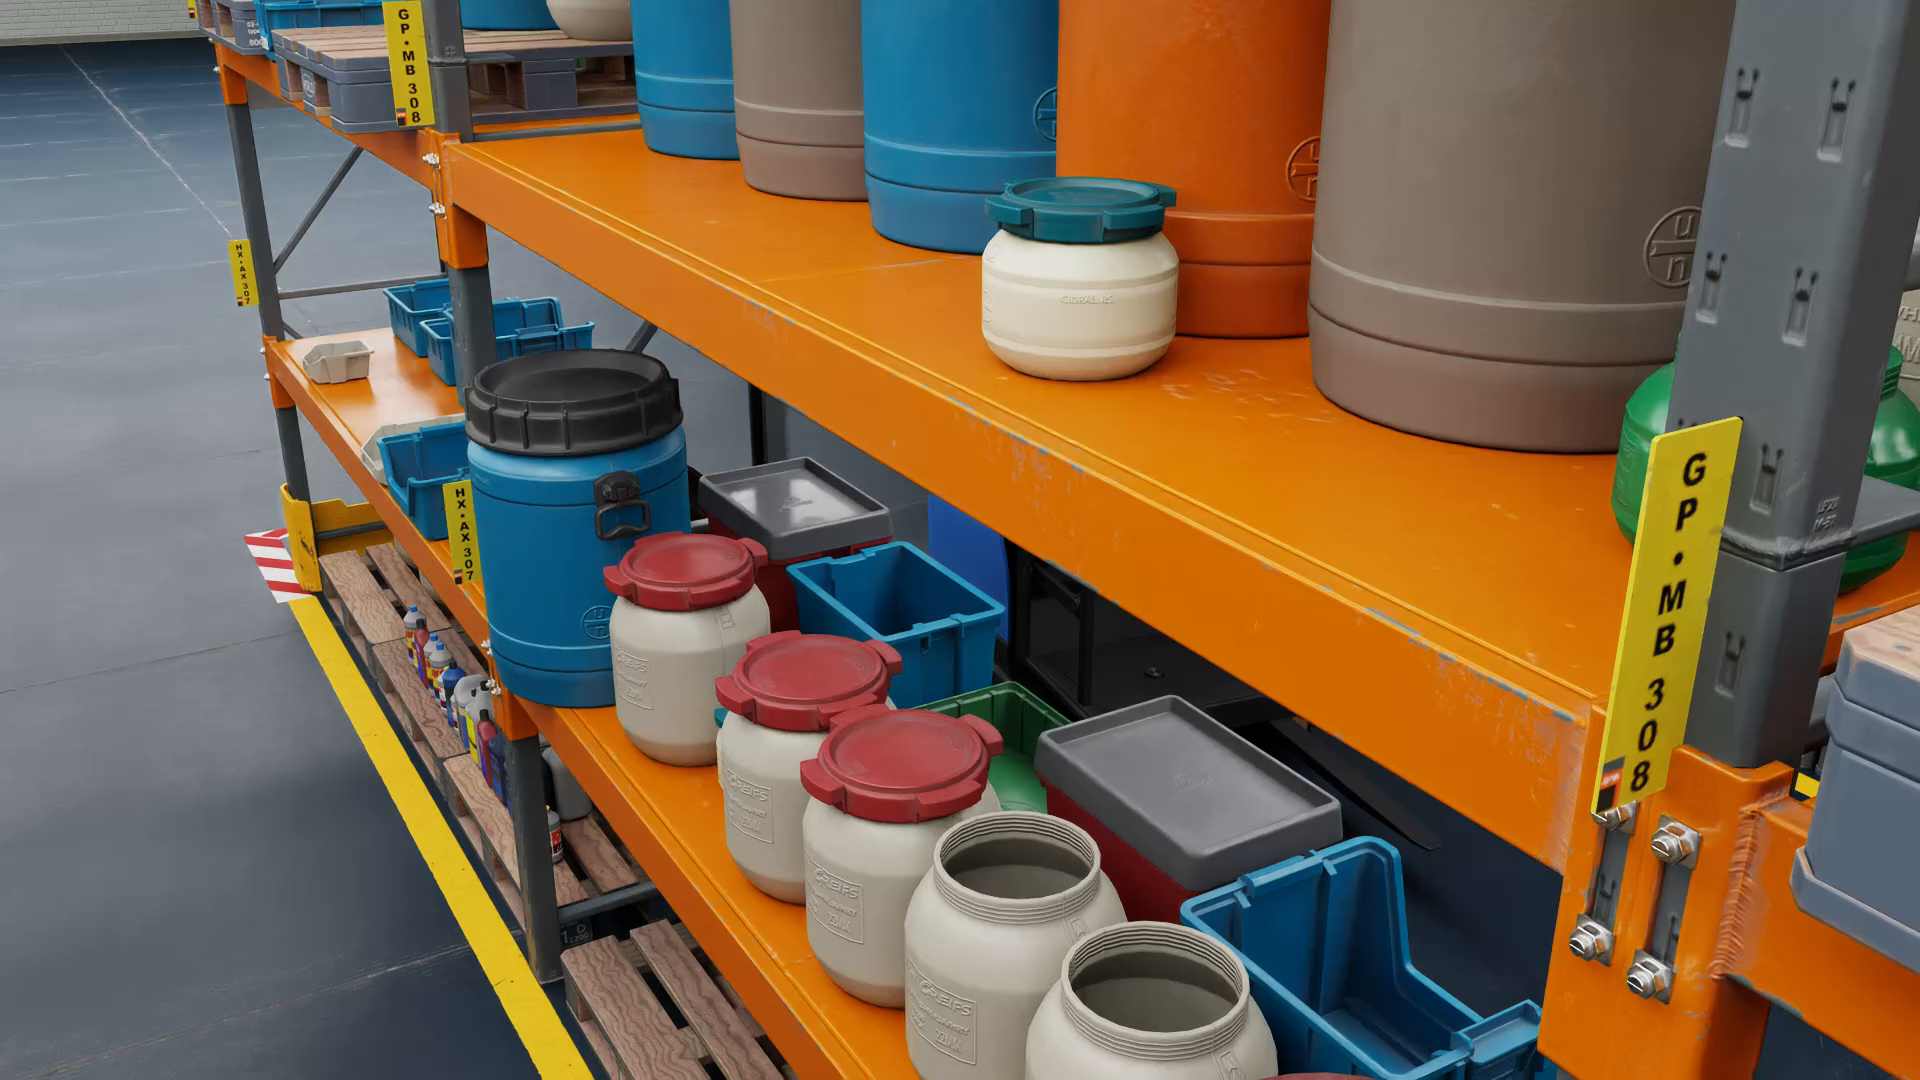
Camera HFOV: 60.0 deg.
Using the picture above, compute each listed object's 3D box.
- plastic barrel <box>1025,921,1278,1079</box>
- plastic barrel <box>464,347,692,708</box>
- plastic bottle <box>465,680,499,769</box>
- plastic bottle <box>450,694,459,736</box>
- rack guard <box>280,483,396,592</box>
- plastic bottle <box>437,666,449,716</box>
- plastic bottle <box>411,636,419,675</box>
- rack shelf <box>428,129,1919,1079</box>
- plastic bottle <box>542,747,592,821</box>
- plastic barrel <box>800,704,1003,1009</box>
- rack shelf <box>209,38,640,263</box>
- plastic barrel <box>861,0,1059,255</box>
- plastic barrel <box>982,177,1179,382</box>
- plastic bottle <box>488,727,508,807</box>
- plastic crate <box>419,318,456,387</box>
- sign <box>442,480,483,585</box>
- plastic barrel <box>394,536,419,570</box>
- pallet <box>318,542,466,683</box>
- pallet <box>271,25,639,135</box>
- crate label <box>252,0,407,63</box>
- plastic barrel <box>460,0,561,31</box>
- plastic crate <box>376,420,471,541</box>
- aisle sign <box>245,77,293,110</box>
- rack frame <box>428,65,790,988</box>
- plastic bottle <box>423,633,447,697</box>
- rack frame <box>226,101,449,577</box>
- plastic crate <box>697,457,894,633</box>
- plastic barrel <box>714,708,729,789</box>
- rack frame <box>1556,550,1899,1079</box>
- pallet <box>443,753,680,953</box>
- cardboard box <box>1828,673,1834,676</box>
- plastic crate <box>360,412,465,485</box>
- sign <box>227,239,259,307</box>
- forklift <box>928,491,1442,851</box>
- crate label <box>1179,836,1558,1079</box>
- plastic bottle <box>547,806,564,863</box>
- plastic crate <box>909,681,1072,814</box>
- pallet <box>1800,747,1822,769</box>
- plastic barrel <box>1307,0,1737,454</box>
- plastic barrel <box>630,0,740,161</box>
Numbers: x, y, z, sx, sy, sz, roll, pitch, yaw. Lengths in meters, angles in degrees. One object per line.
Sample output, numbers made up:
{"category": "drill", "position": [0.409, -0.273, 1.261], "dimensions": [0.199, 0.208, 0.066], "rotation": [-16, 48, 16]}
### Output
{"category": "plastic barrel", "position": [0.321, 0.954, 2.832], "dimensions": [0.421, 0.512, 0.421], "rotation": [0, 22, 0]}
{"category": "plastic barrel", "position": [-1.076, -0.046, 4.775], "dimensions": [0.600, 0.901, 0.708], "rotation": [-13, 25, -28]}
{"category": "plastic bottle", "position": [-1.853, 0.707, 6.523], "dimensions": [0.144, 0.351, 0.185], "rotation": [-13, 25, -29]}
{"category": "plastic bottle", "position": [-2.017, 0.690, 6.763], "dimensions": [0.097, 0.201, 0.097], "rotation": [0, 22, 0]}
{"category": "rack guard", "position": [-2.977, -0.118, 8.938], "dimensions": [1.175, 0.500, 0.348], "rotation": [-13, 25, -28]}
{"category": "plastic bottle", "position": [-2.122, 0.623, 6.927], "dimensions": [0.097, 0.201, 0.097], "rotation": [0, 22, 0]}
{"category": "plastic bottle", "position": [-2.345, 0.481, 7.276], "dimensions": [0.097, 0.201, 0.097], "rotation": [0, 22, 0]}
{"category": "rack shelf", "position": [0.008, -0.406, 3.298], "dimensions": [1.077, 0.370, 4.000], "rotation": [-13, 25, -28]}
{"category": "plastic bottle", "position": [-1.466, 0.846, 6.181], "dimensions": [0.144, 0.351, 0.185], "rotation": [-13, 25, -28]}
{"category": "plastic barrel", "position": [-0.117, 0.670, 3.500], "dimensions": [0.433, 0.535, 0.433], "rotation": [0, 22, 0]}
{"category": "rack shelf", "position": [-2.035, -1.701, 6.484], "dimensions": [1.077, 0.370, 4.000], "rotation": [-13, 25, -28]}
{"category": "plastic barrel", "position": [0.101, -1.072, 3.317], "dimensions": [0.600, 0.901, 0.708], "rotation": [-13, 25, -28]}
{"category": "plastic barrel", "position": [0.180, -0.394, 2.498], "dimensions": [0.301, 0.262, 0.301], "rotation": [0, 22, 0]}
{"category": "plastic bottle", "position": [-1.688, 0.811, 6.265], "dimensions": [0.144, 0.351, 0.185], "rotation": [-14, 26, -31]}
{"category": "plastic crate", "position": [-2.217, -0.907, 7.757], "dimensions": [0.499, 0.251, 0.408], "rotation": [-13, 25, -28]}
{"category": "sign", "position": [-1.492, -0.023, 5.016], "dimensions": [0.100, 0.325, 0.005], "rotation": [-13, 25, -28]}
{"category": "plastic barrel", "position": [-2.655, -0.135, 8.407], "dimensions": [0.421, 0.512, 0.421], "rotation": [0, 22, 0]}
{"category": "pallet", "position": [-2.567, 0.280, 8.343], "dimensions": [1.003, 0.211, 1.213], "rotation": [-13, 25, -28]}
{"category": "pallet", "position": [-1.466, -1.514, 5.319], "dimensions": [1.213, 0.211, 1.003], "rotation": [-13, 25, -28]}
{"category": "crate label", "position": [-2.384, -1.943, 6.322], "dimensions": [0.502, 0.251, 0.408], "rotation": [-13, 25, -28]}
{"category": "plastic barrel", "position": [-1.430, -2.156, 5.425], "dimensions": [0.600, 0.901, 0.708], "rotation": [-13, 25, -28]}
{"category": "plastic crate", "position": [-1.812, -0.234, 6.101], "dimensions": [0.499, 0.251, 0.616], "rotation": [-13, 25, -28]}
{"category": "aisle sign", "position": [-3.345, -2.463, 7.935], "dimensions": [0.394, 0.787, 0.004], "rotation": [-13, 25, -28]}
{"category": "rack frame", "position": [-1.013, 0.003, 5.320], "dimensions": [1.000, 3.000, 0.127], "rotation": [-13, 25, -28]}
{"category": "plastic bottle", "position": [-2.223, 0.526, 7.072], "dimensions": [0.097, 0.271, 0.097], "rotation": [0, 22, 0]}
{"category": "rack frame", "position": [-3.057, -1.292, 8.506], "dimensions": [1.000, 3.000, 0.127], "rotation": [-13, 25, -28]}
{"category": "plastic crate", "position": [-0.503, 0.071, 5.067], "dimensions": [0.402, 0.464, 0.583], "rotation": [-13, 25, -28]}
{"category": "plastic barrel", "position": [-0.469, 0.525, 4.219], "dimensions": [0.301, 0.262, 0.301], "rotation": [0, 22, 0]}
{"category": "rack frame", "position": [1.030, 1.298, 2.134], "dimensions": [1.000, 3.000, 0.127], "rotation": [-13, 25, -28]}
{"category": "pallet", "position": [-1.321, 1.070, 6.400], "dimensions": [1.003, 0.211, 1.213], "rotation": [-13, 25, -28]}
{"category": "cardboard box", "position": [3.761, 0.383, 6.734], "dimensions": [0.500, 0.311, 0.500], "rotation": [-14, 26, -30]}
{"category": "plastic crate", "position": [-2.060, -0.352, 6.543], "dimensions": [0.530, 0.136, 0.437], "rotation": [-13, 25, -28]}
{"category": "sign", "position": [-3.532, -1.315, 8.197], "dimensions": [0.100, 0.325, 0.005], "rotation": [-13, 25, -28]}
{"category": "forklift", "position": [0.858, -0.525, 6.711], "dimensions": [1.130, 2.935, 3.031], "rotation": [-9, 24, -21]}
{"category": "crate label", "position": [0.755, 0.908, 3.047], "dimensions": [0.502, 0.435, 0.616], "rotation": [-13, 25, -28]}
{"category": "plastic bottle", "position": [-1.467, 1.038, 5.906], "dimensions": [0.097, 0.201, 0.097], "rotation": [0, 22, 0]}
{"category": "plastic crate", "position": [0.119, 0.611, 4.107], "dimensions": [0.450, 0.188, 0.662], "rotation": [-13, 25, -28]}
{"category": "pallet", "position": [3.657, 0.574, 7.618], "dimensions": [1.003, 0.211, 1.213], "rotation": [-13, 25, -28]}
{"category": "plastic barrel", "position": [0.797, -0.631, 2.232], "dimensions": [0.600, 0.901, 0.600], "rotation": [0, 22, 0]}
{"category": "plastic barrel", "position": [-0.567, -1.496, 4.359], "dimensions": [0.600, 0.901, 0.708], "rotation": [-13, 25, -28]}
